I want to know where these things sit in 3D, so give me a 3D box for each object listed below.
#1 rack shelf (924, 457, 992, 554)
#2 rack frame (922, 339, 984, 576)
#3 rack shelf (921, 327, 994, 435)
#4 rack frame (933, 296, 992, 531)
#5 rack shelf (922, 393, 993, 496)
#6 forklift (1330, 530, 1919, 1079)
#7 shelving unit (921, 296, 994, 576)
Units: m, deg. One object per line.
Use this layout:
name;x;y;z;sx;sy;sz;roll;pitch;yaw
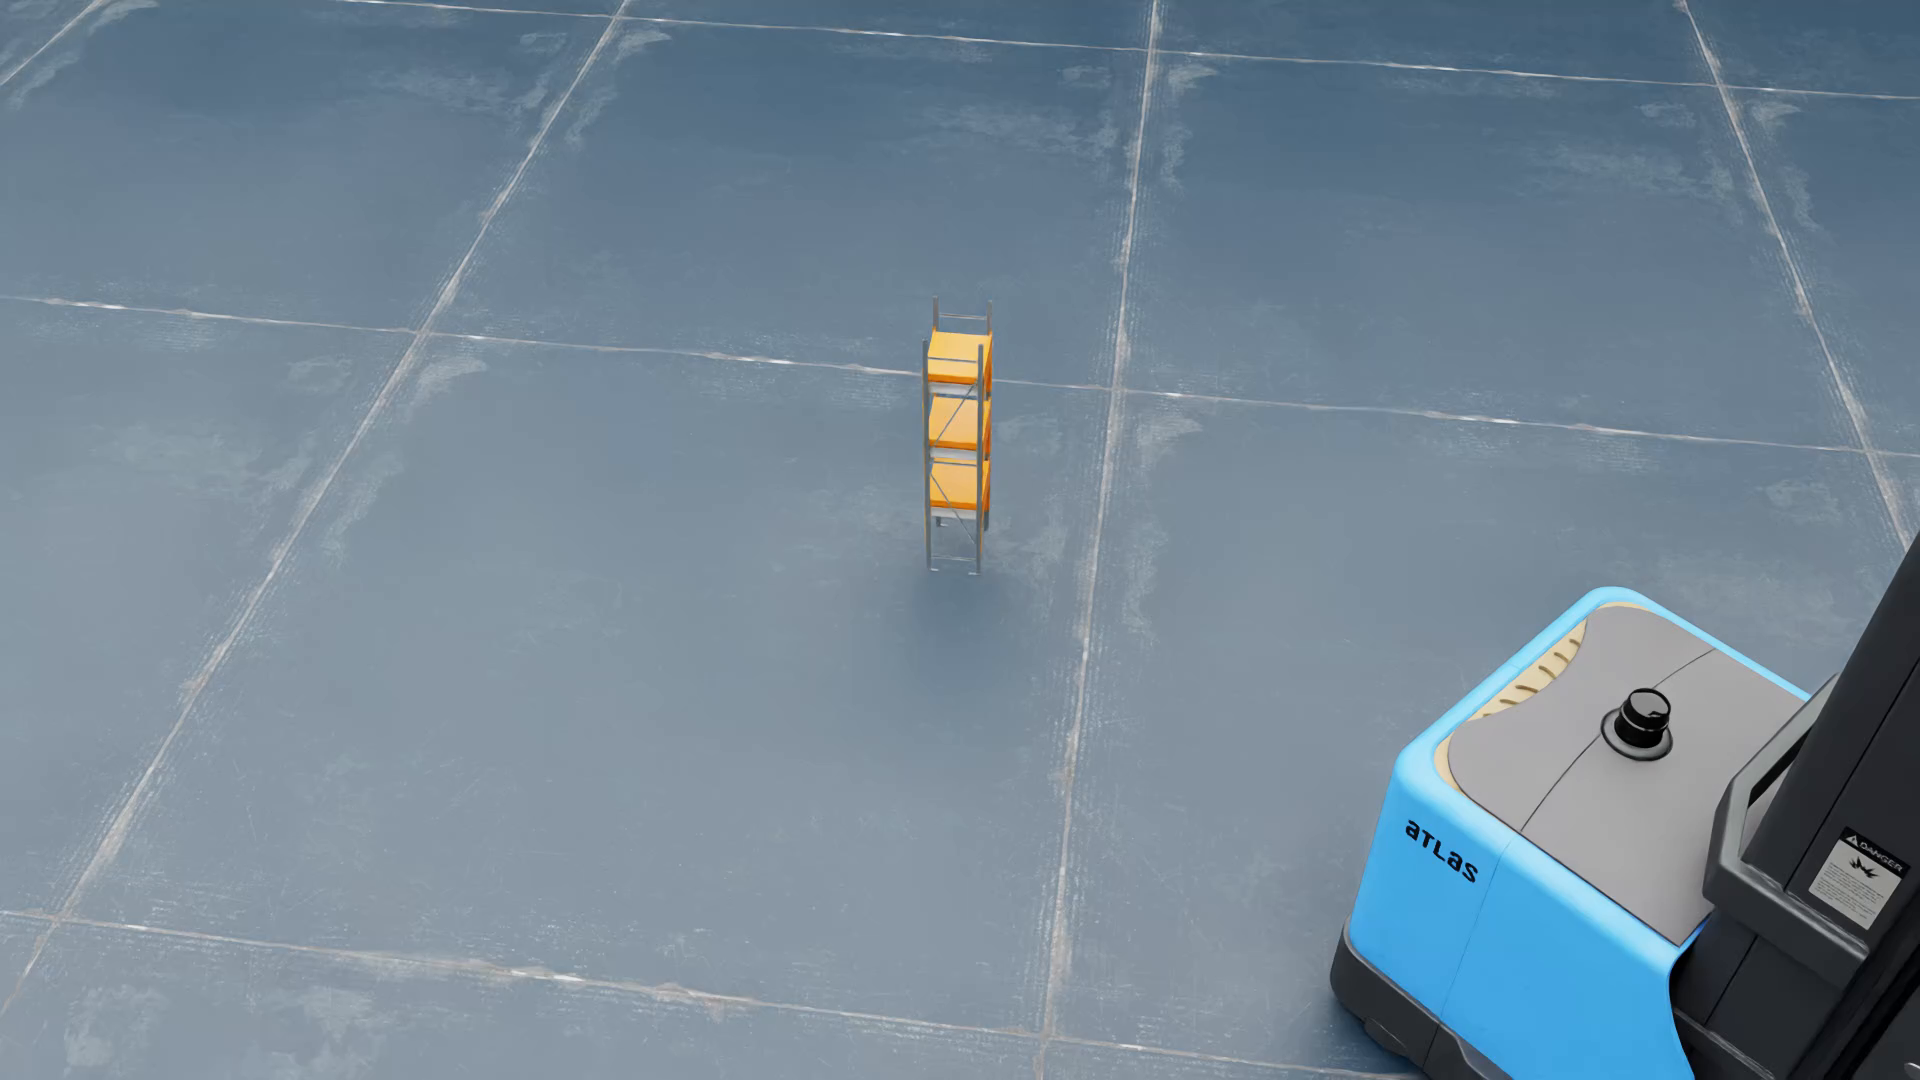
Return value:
rack shelf;-0.007;-0.135;6.049;0.215;0.259;0.240;5;44;6
rack frame;-0.023;-0.262;5.763;0.200;1.050;0.008;5;44;6
rack shelf;-0.007;-0.543;5.663;0.215;0.259;0.240;5;44;6
rack frame;0.009;-0.428;5.938;0.200;1.050;0.008;5;44;6
rack shelf;-0.007;-0.337;5.858;0.215;0.259;0.240;5;44;6
forklift;2.426;0.793;3.281;1.130;2.935;3.031;-32;52;-29
shelving unit;-0.007;-0.345;5.851;0.215;1.050;0.252;5;44;6
